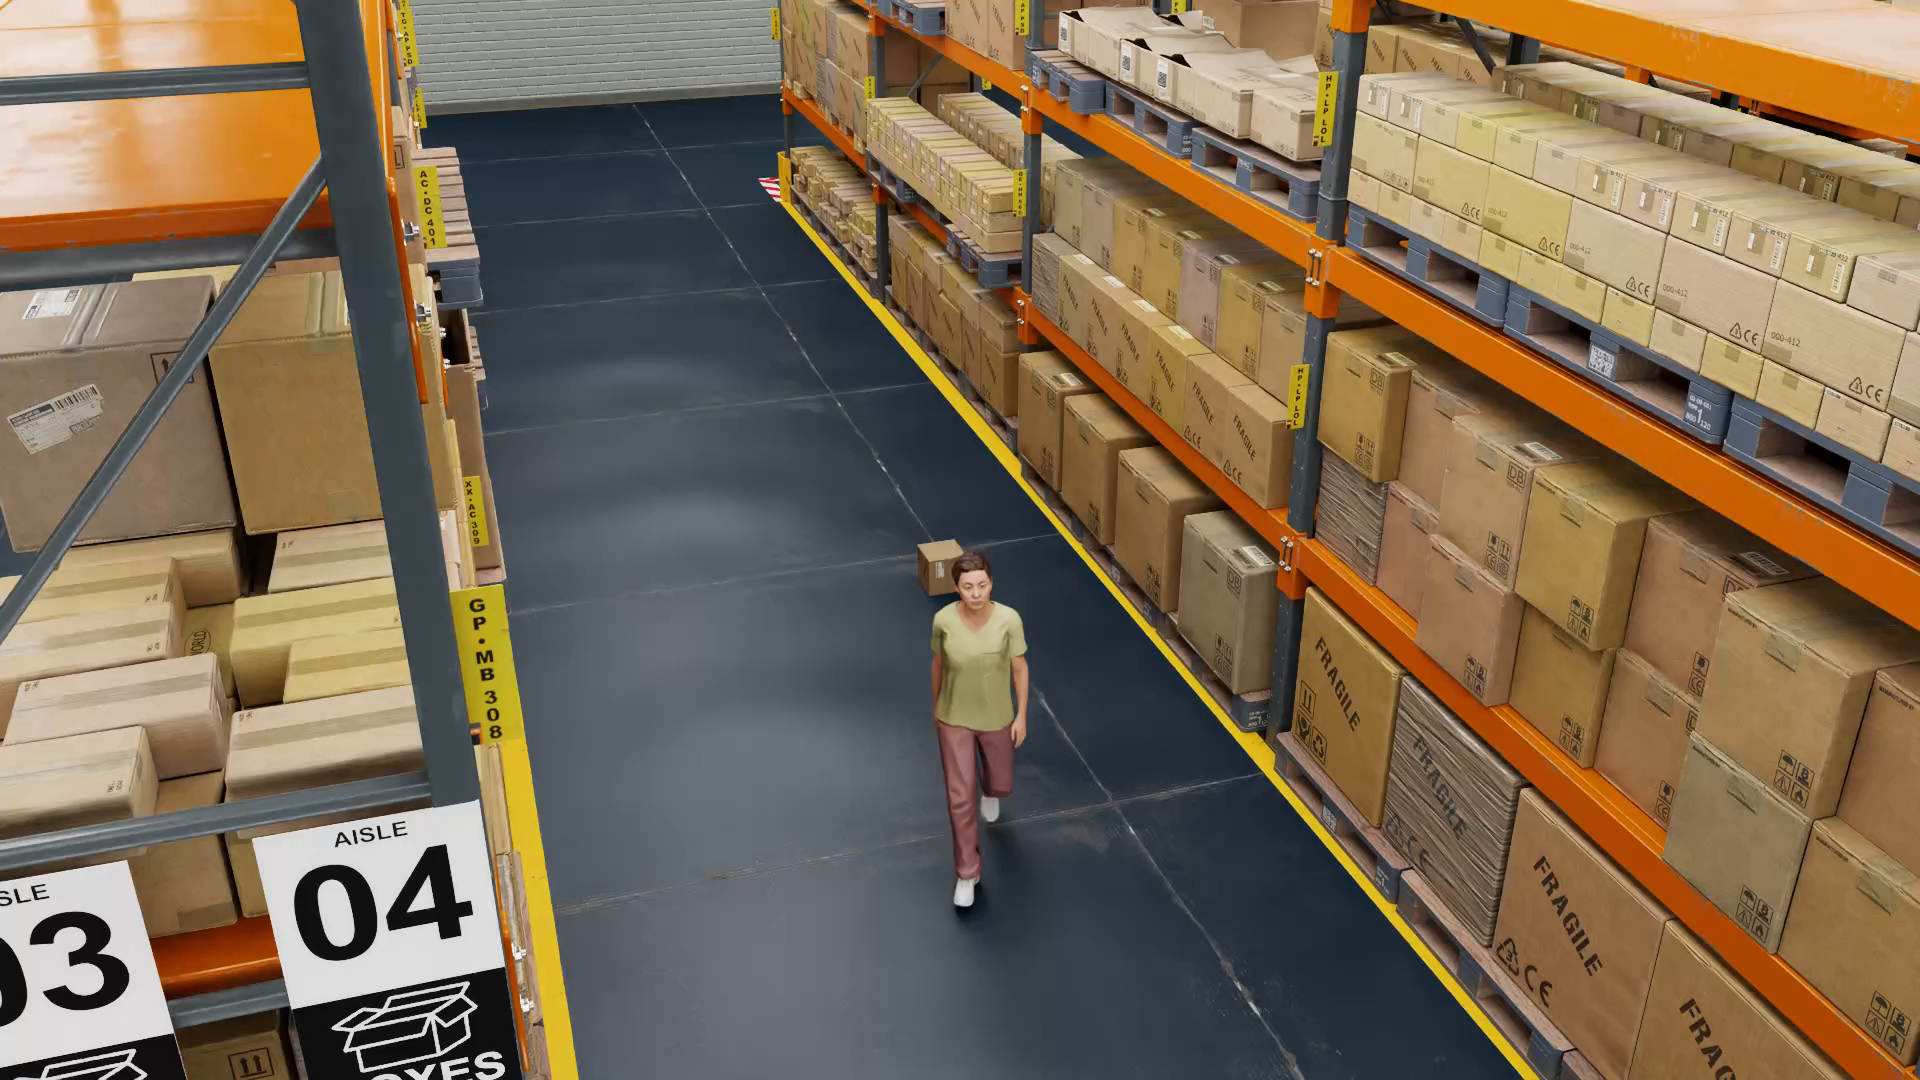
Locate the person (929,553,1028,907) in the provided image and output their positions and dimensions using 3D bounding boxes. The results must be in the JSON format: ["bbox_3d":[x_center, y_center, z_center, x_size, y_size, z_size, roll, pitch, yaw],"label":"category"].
[{"bbox_3d":[0.085,0.925,7.764,0.453,1.384,0.819,1,26,1],"label":"person"}]
